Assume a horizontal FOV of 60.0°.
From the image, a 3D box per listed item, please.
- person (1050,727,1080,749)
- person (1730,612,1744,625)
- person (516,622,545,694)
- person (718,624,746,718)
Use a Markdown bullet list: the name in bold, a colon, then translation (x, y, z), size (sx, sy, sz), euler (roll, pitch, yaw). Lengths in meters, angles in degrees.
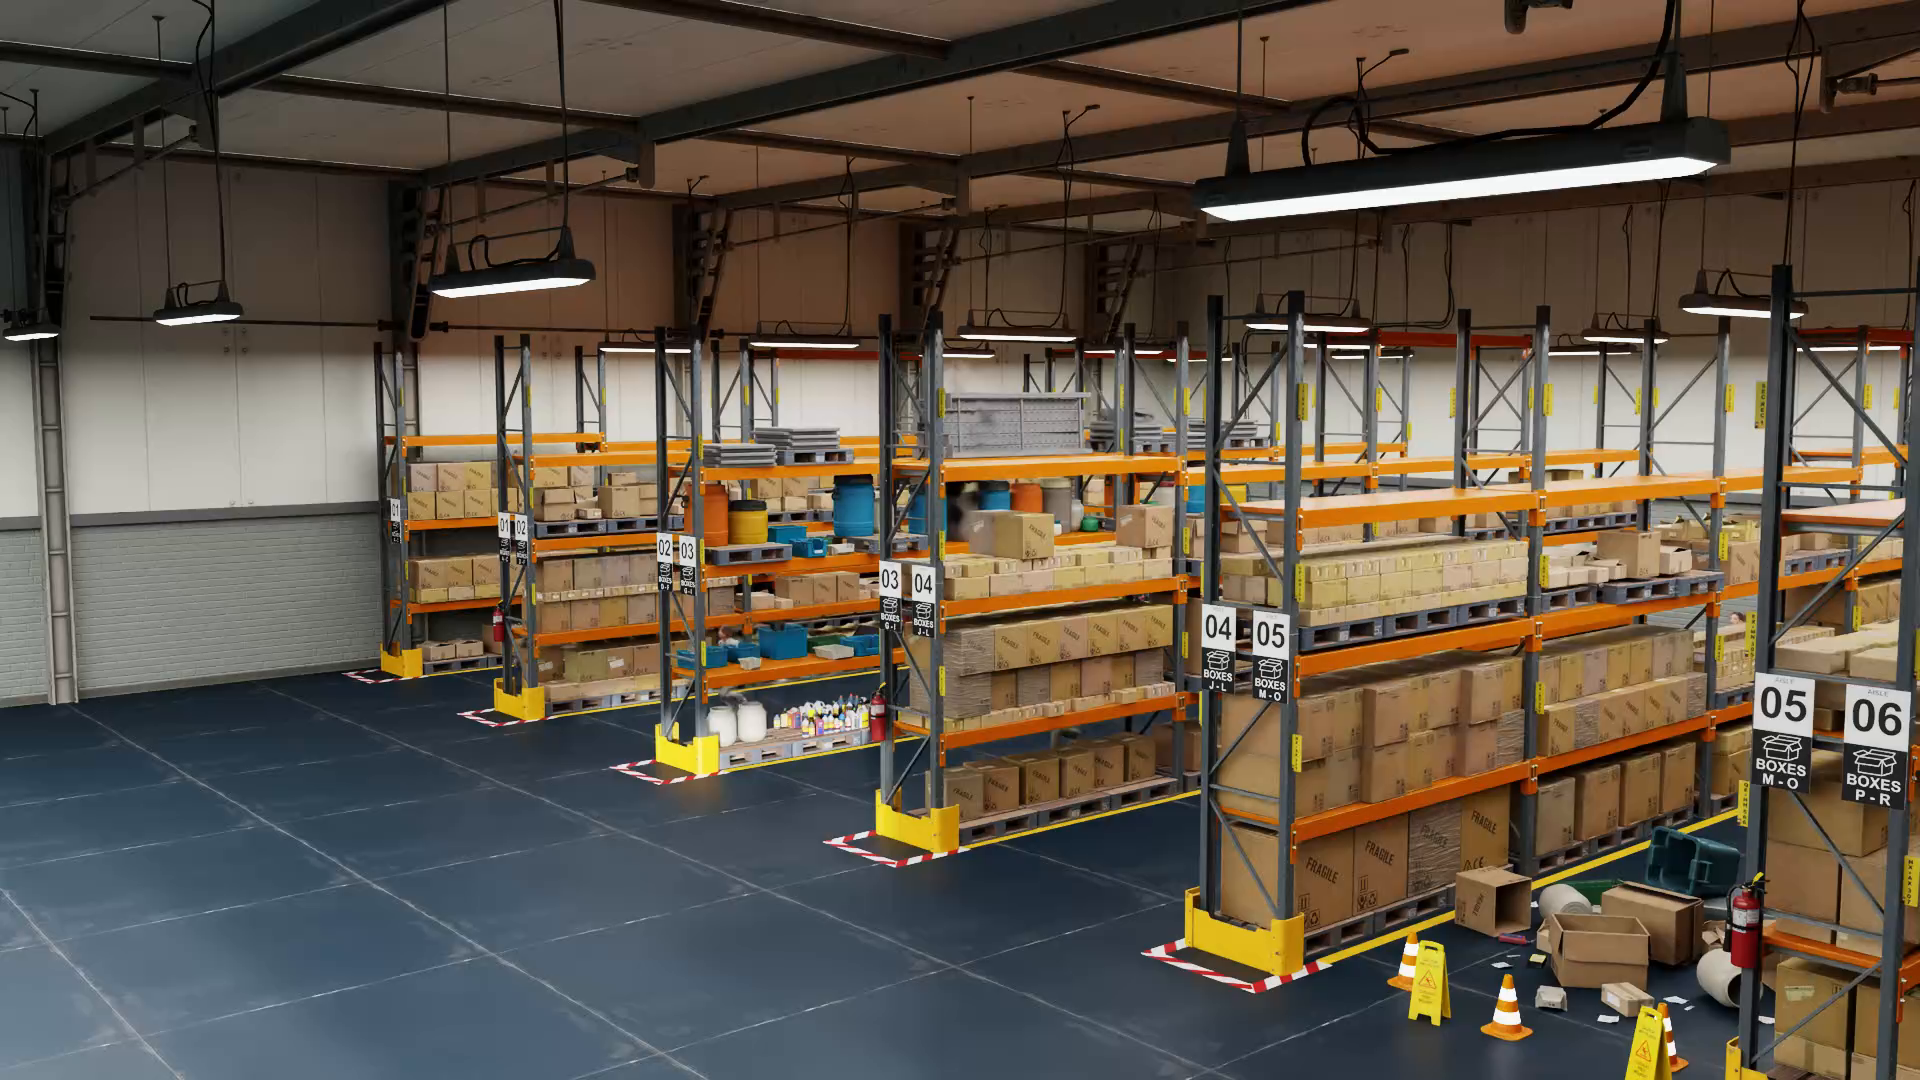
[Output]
- **person**: translation (1.440, 2.259, 22.976), size (0.600, 1.682, 0.781), euler (5, 7, 41)
- **person**: translation (12.104, 1.962, 26.029), size (0.707, 1.699, 0.546), euler (-4, 7, -40)
- **person**: translation (-7.196, 1.747, 28.184), size (0.641, 1.776, 0.787), euler (5, 7, 42)
- **person**: translation (-3.570, 2.070, 25.589), size (0.560, 1.558, 0.605), euler (5, 7, 44)
